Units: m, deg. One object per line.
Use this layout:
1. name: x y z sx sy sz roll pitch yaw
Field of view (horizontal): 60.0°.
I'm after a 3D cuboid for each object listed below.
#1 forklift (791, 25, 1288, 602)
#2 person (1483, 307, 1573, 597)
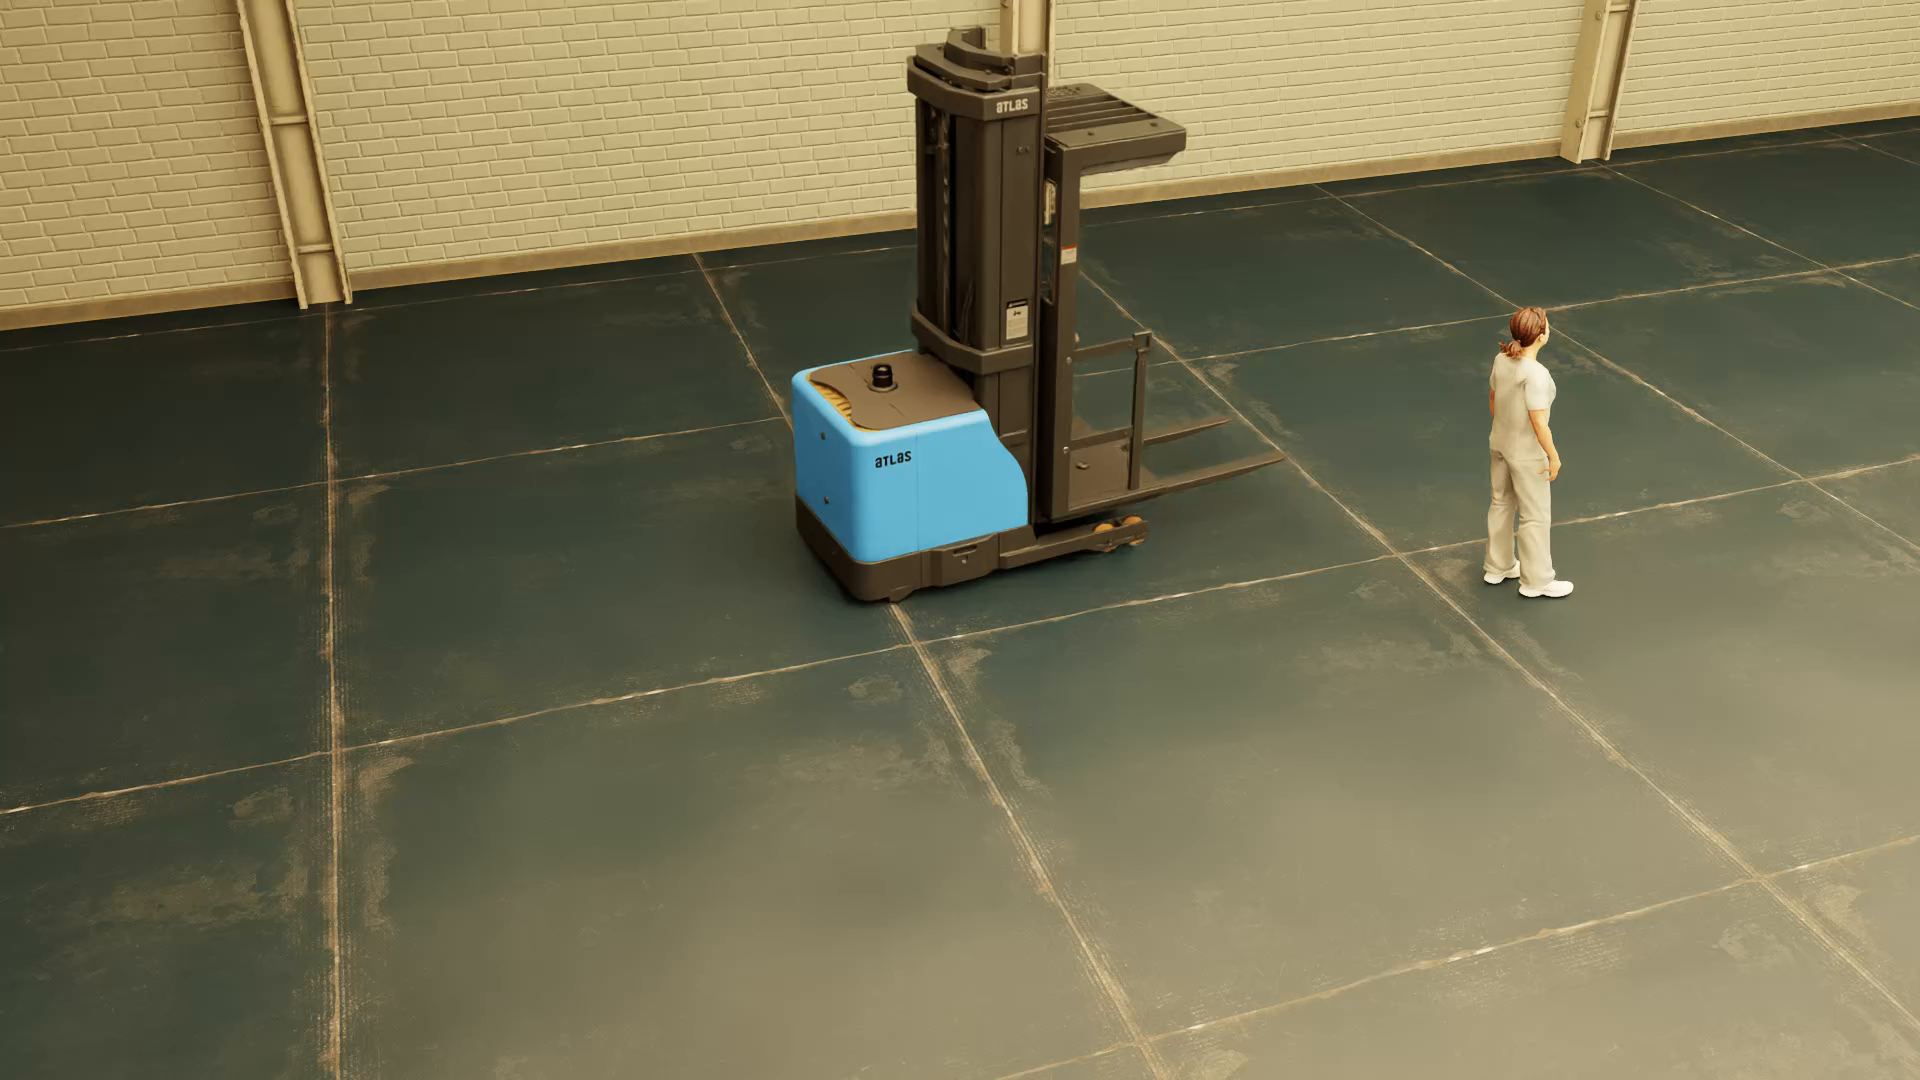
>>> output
1. forklift: 0.567 -1.420 9.555 3.031 2.935 1.130 -14 33 -23
2. person: 3.160 -0.502 9.203 0.549 1.674 0.549 -9 31 -15
